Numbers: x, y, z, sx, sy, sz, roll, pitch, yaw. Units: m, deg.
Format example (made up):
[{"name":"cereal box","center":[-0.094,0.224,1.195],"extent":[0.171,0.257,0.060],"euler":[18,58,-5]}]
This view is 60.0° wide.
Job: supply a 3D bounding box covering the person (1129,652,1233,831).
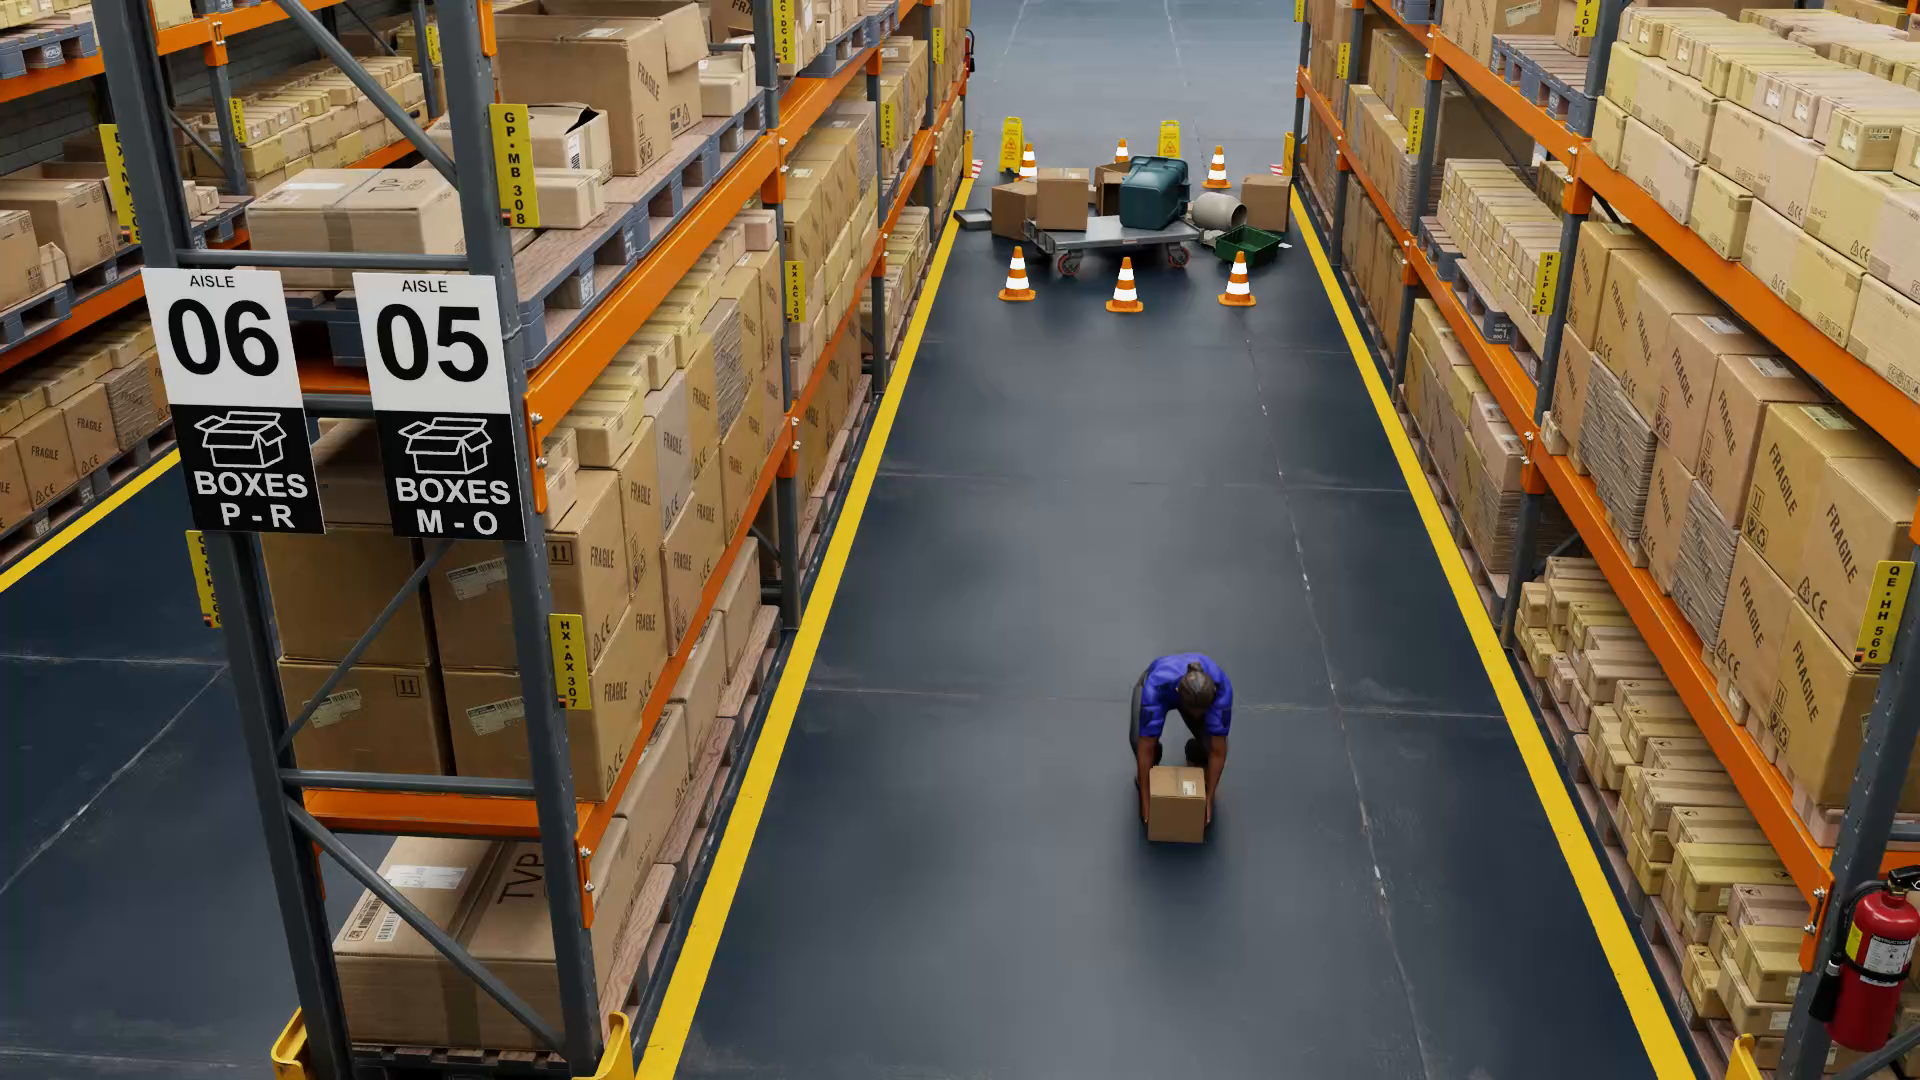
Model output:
[{"name":"person","center":[1.035,0.836,7.842],"extent":[0.471,0.810,0.811],"euler":[2,25,4]}]
